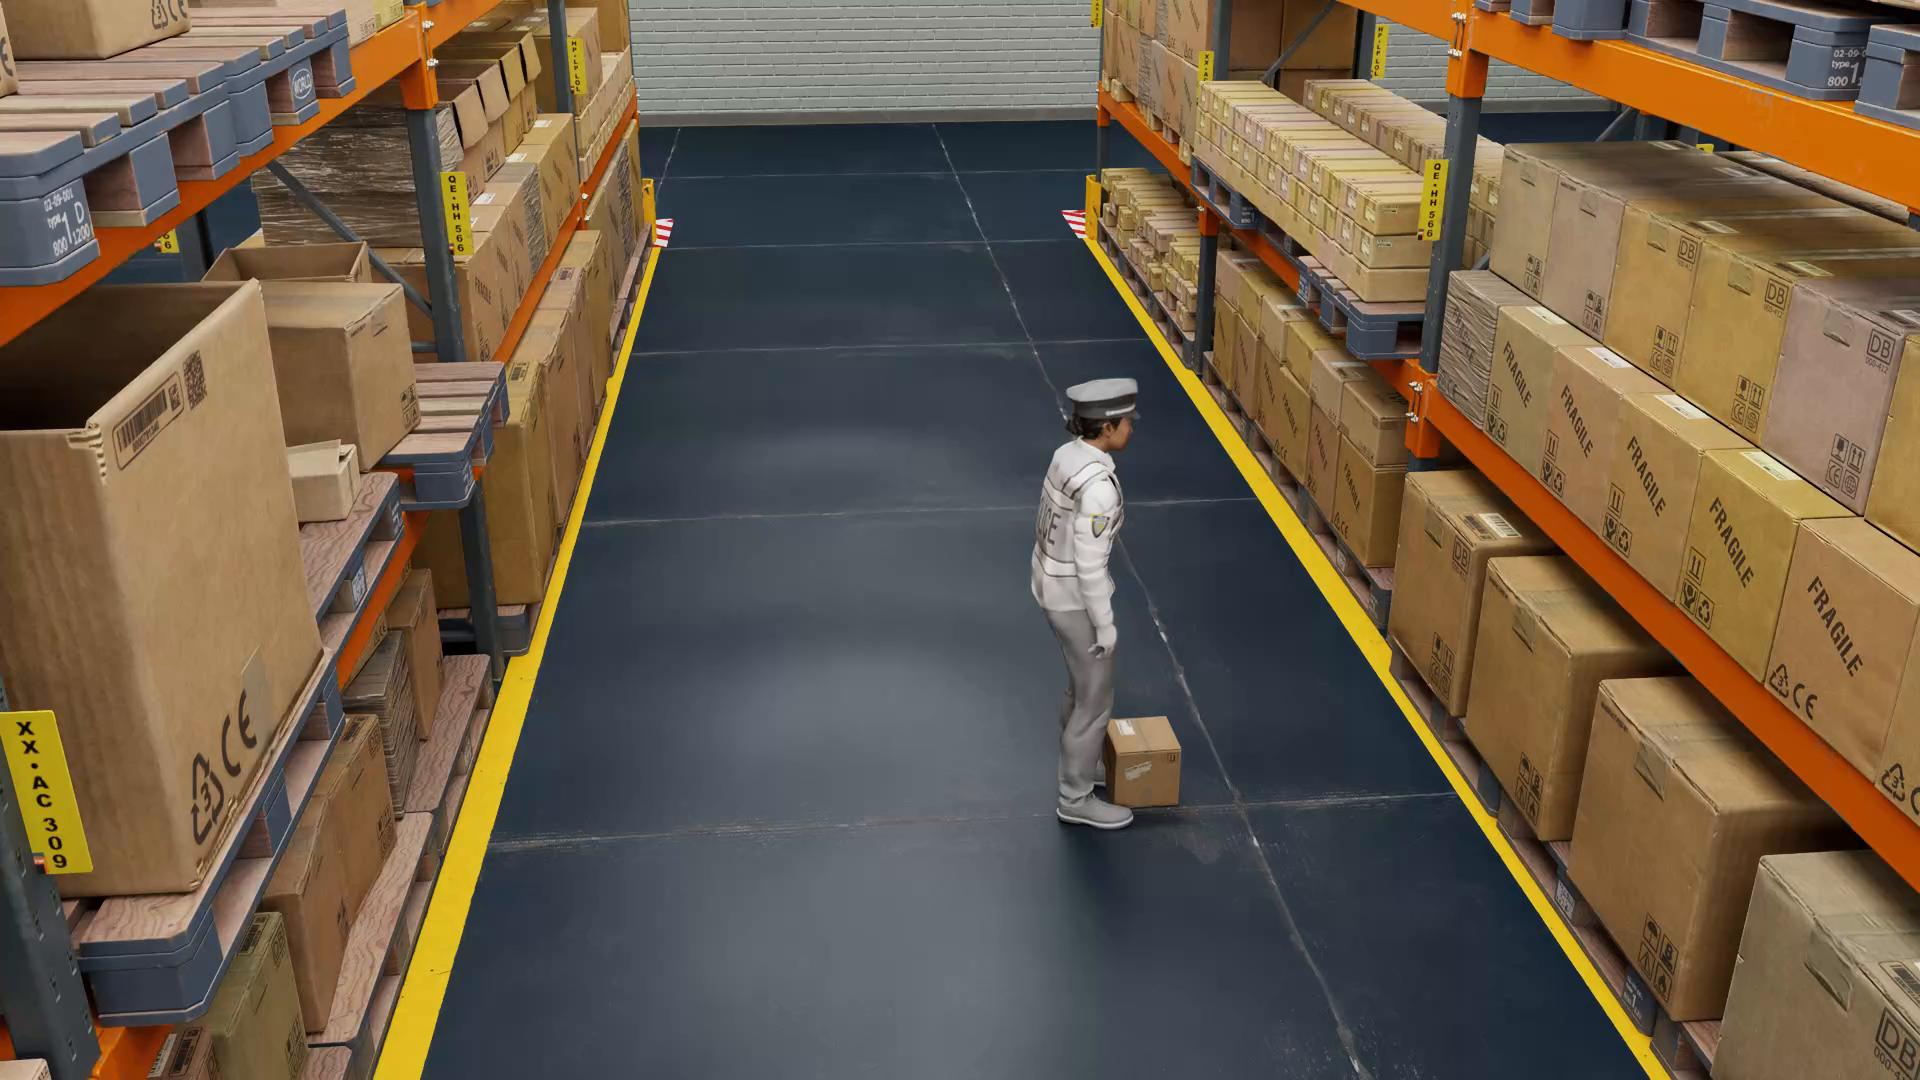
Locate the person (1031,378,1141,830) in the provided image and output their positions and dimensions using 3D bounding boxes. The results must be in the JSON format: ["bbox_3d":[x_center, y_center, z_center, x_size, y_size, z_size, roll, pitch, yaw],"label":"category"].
[{"bbox_3d":[0.475,0.221,6.099,0.415,1.662,0.537,-4,24,-8],"label":"person"}]
